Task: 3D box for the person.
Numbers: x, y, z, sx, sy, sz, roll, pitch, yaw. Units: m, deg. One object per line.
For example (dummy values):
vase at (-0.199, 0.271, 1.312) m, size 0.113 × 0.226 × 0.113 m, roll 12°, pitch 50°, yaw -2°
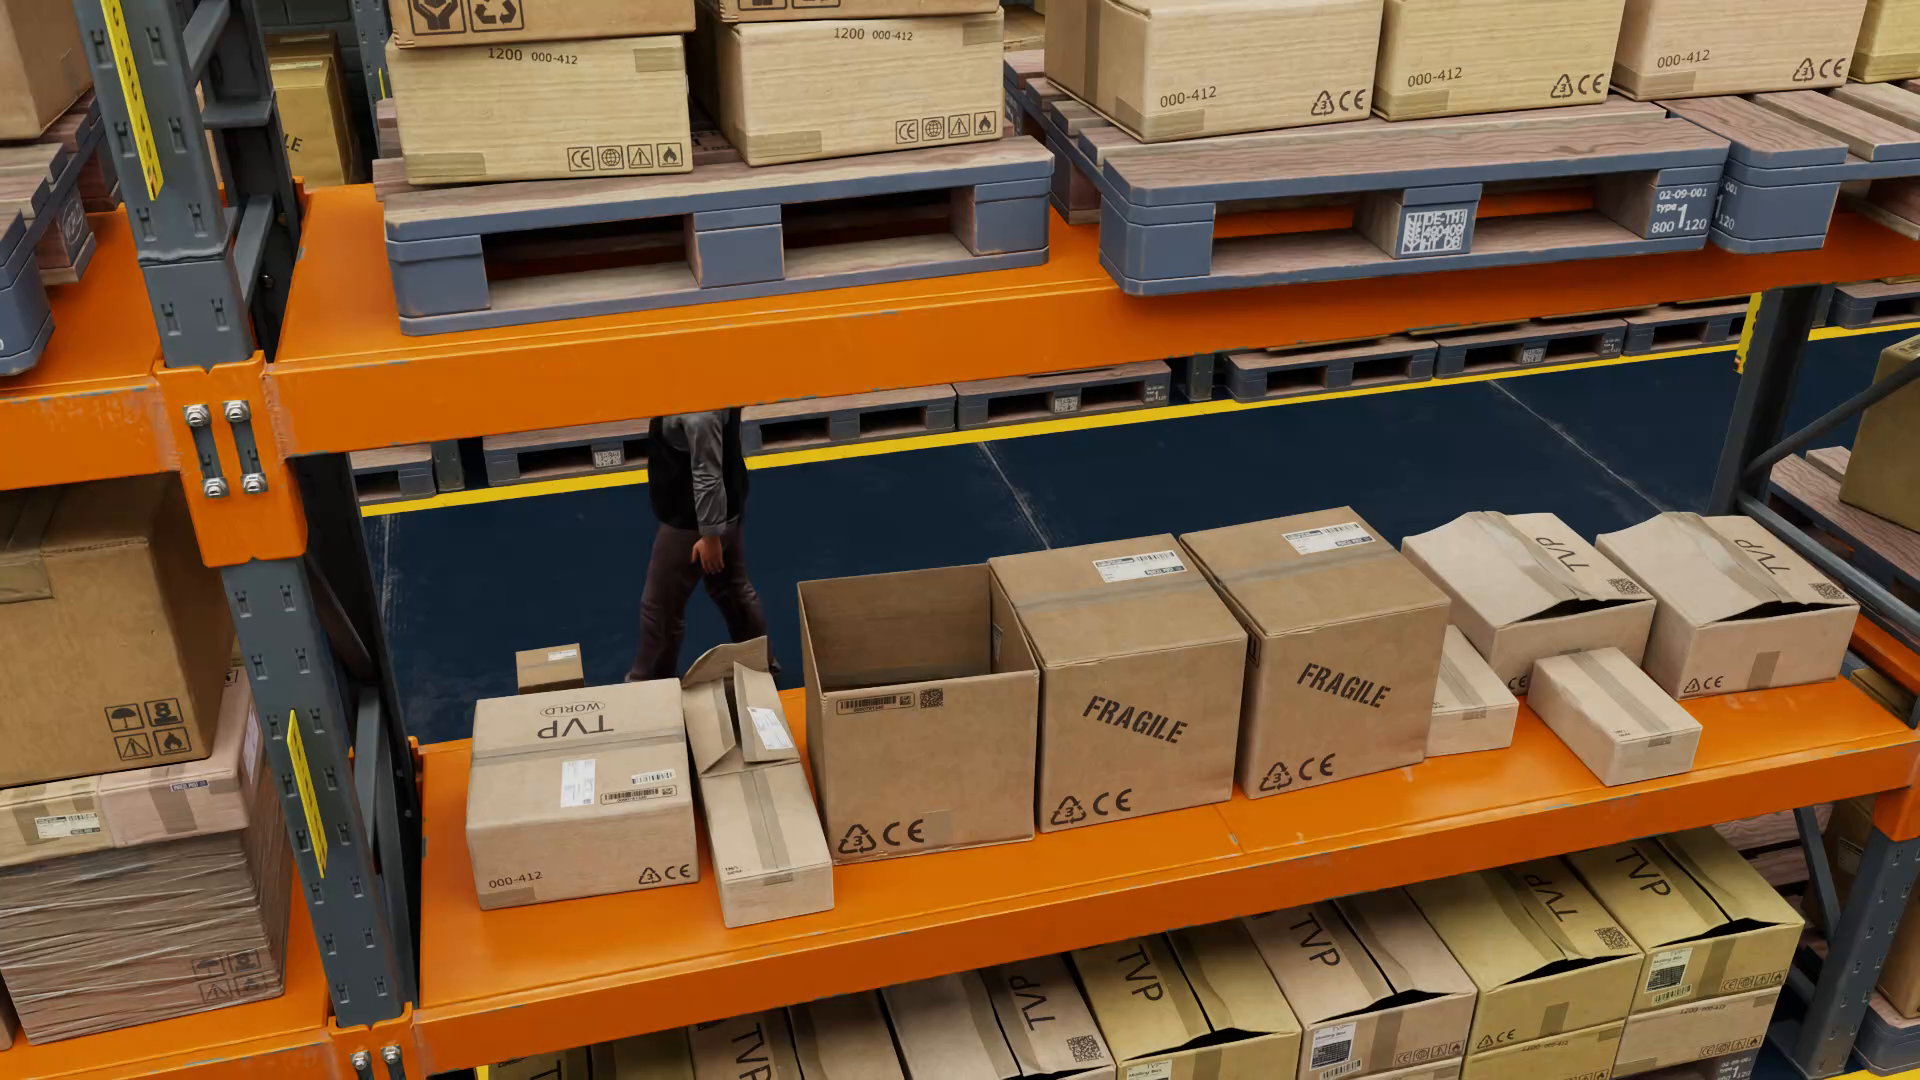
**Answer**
person at (-1.103, -0.120, 6.343) m, size 0.749 × 1.708 × 0.553 m, roll 2°, pitch 30°, yaw 4°
